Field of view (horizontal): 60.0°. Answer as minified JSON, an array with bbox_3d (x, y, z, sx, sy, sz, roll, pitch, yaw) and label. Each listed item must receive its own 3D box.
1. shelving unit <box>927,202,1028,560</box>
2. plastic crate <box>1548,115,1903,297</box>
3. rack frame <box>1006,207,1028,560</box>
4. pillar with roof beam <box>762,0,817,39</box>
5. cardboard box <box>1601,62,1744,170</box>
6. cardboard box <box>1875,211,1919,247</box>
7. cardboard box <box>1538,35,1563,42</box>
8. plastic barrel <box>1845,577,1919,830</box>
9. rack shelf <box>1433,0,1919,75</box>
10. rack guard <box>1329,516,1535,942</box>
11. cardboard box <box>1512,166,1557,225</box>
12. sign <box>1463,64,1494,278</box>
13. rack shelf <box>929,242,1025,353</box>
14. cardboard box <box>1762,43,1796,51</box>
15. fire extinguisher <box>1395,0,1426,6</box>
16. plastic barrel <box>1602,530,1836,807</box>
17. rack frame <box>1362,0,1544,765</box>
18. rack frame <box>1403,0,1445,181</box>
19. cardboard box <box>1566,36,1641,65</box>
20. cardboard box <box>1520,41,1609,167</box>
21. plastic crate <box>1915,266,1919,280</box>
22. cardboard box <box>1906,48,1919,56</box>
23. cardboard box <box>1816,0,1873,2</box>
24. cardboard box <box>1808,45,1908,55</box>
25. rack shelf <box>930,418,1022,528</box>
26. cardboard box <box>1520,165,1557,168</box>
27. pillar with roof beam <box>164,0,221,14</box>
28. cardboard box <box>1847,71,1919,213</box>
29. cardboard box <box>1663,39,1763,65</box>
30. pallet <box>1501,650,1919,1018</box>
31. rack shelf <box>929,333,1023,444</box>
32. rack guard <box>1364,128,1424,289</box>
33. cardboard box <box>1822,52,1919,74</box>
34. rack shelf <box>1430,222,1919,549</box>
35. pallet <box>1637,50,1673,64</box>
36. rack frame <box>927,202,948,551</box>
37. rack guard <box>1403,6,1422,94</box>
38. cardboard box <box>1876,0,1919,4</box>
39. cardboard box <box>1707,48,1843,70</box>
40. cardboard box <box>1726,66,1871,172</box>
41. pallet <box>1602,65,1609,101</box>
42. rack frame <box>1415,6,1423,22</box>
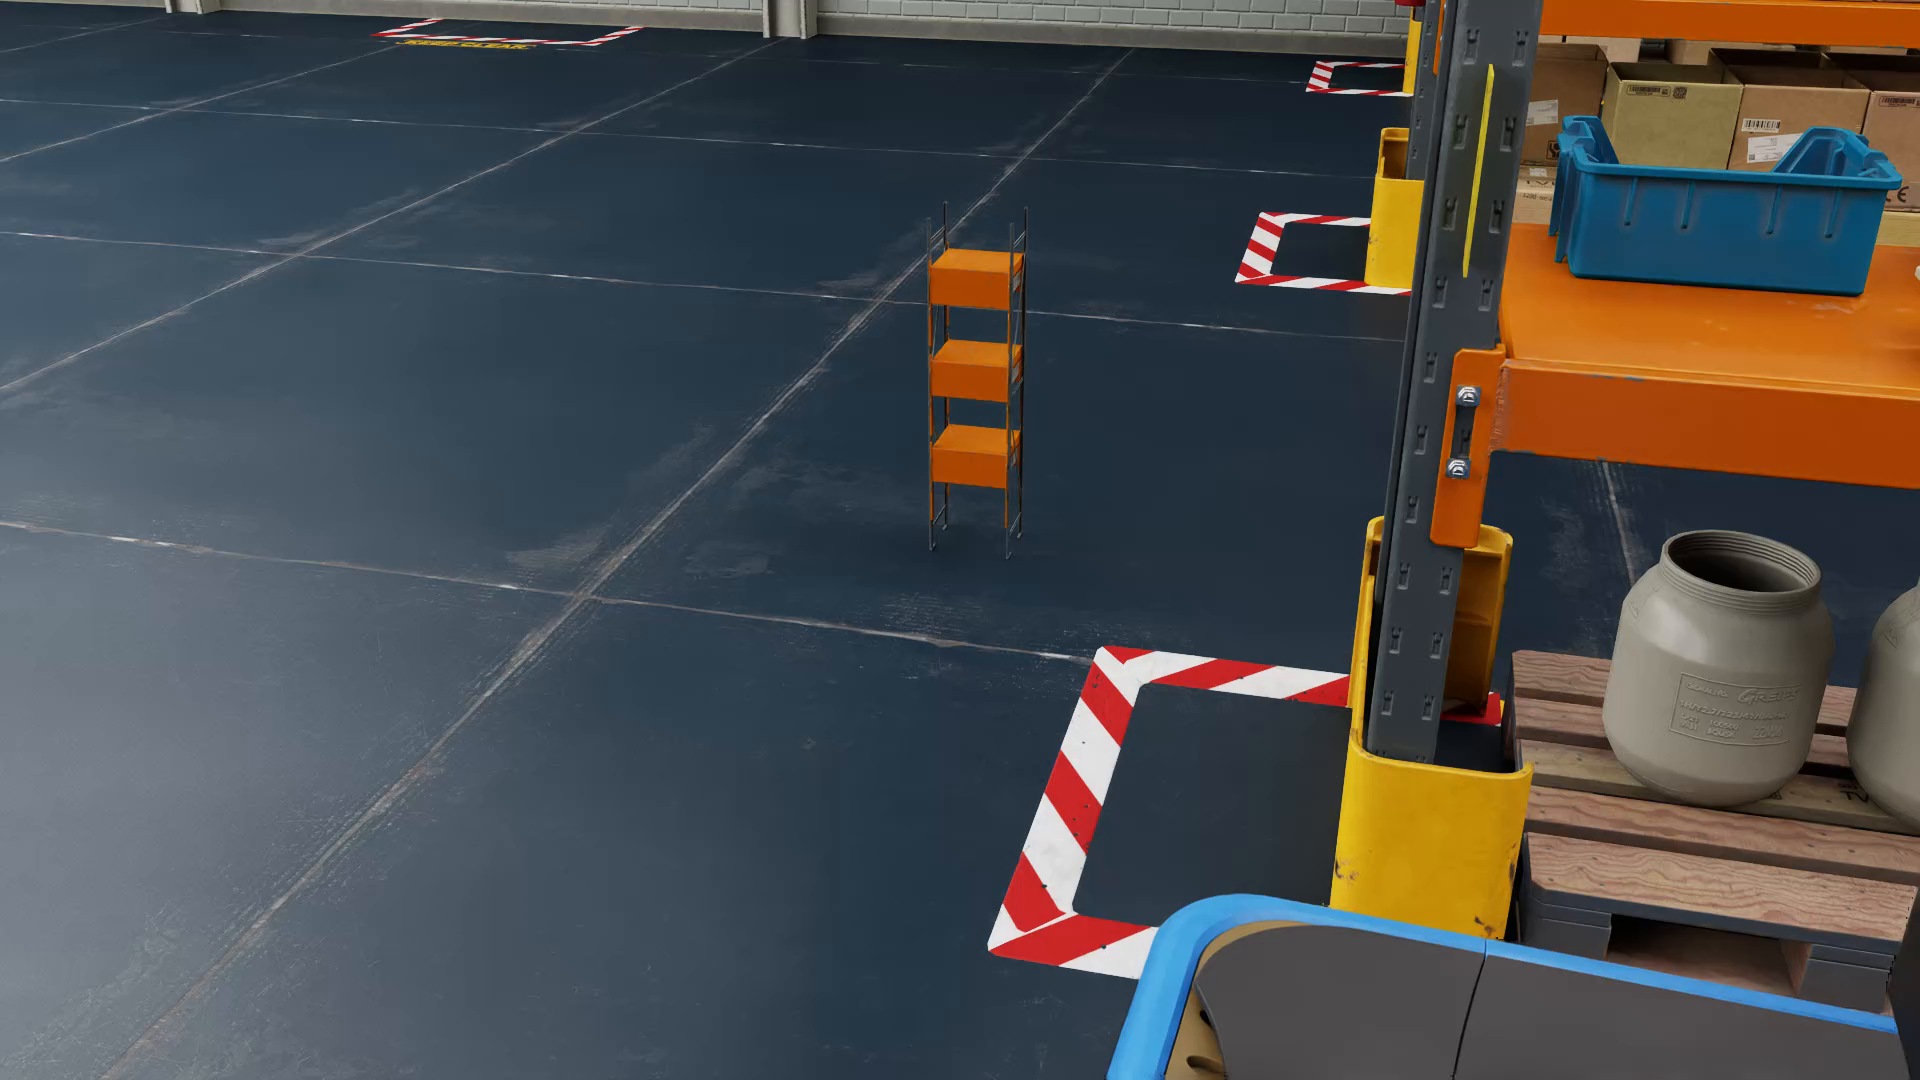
[{"bbox_3d":[0.052,-0.468,5.012,0.252,1.050,0.215,6,26,13],"label":"shelving unit"},{"bbox_3d":[1.537,-0.701,3.406,0.616,0.251,0.499,6,26,13],"label":"plastic crate"},{"bbox_3d":[0.170,-0.455,4.985,0.008,1.050,0.200,6,26,13],"label":"rack frame"},{"bbox_3d":[-2.545,-6.666,8.783,0.400,9.000,9.100,6,26,13],"label":"pillar with roof beam"},{"bbox_3d":[3.163,-1.843,7.470,0.500,0.500,0.500,6,26,13],"label":"cardboard box"},{"bbox_3d":[4.131,-1.396,7.403,0.500,0.250,0.500,6,26,13],"label":"cardboard box"},{"bbox_3d":[4.093,-3.695,12.138,0.500,0.311,0.500,3,26,7],"label":"cardboard box"},{"bbox_3d":[2.119,0.329,3.476,0.421,0.512,0.421,0,25,0],"label":"plastic barrel"},{"bbox_3d":[4.152,-2.220,7.261,4.000,0.370,1.077,6,26,13],"label":"rack shelf"},{"bbox_3d":[1.063,0.420,3.787,0.348,0.500,1.175,6,26,13],"label":"rack guard"},{"bbox_3d":[2.679,-1.557,7.742,0.500,0.250,0.500,6,26,13],"label":"cardboard box"},{"bbox_3d":[0.836,-0.594,2.686,0.005,0.325,0.100,6,26,13],"label":"sign"},{"bbox_3d":[0.052,-0.715,4.895,0.240,0.259,0.215,6,26,13],"label":"rack shelf"},{"bbox_3d":[5.775,-3.485,11.884,0.250,0.149,0.380,4,26,9],"label":"cardboard box"},{"bbox_3d":[2.216,-2.930,8.005,0.183,0.674,0.296,6,26,13],"label":"fire extinguisher"},{"bbox_3d":[1.634,0.275,3.589,0.421,0.512,0.421,0,25,0],"label":"plastic barrel"},{"bbox_3d":[0.978,-0.697,3.225,0.127,3.000,1.000,6,26,13],"label":"rack frame"},{"bbox_3d":[2.215,-2.759,7.556,0.127,3.000,1.000,6,26,13],"label":"rack frame"},{"bbox_3d":[4.645,-3.634,12.009,0.500,0.311,0.500,9,27,17],"label":"cardboard box"},{"bbox_3d":[2.808,-2.112,8.035,0.500,0.500,0.500,6,26,13],"label":"cardboard box"},{"bbox_3d":[1.764,-0.349,2.799,0.250,0.136,0.298,6,26,13],"label":"plastic crate"},{"bbox_3d":[6.793,-3.358,11.597,0.250,0.166,0.380,3,26,6],"label":"cardboard box"},{"bbox_3d":[3.653,-2.639,7.188,0.500,0.500,0.700,6,26,13],"label":"cardboard box"},{"bbox_3d":[6.304,-3.558,11.630,0.500,0.500,0.500,4,26,9],"label":"cardboard box"},{"bbox_3d":[0.052,-0.208,5.136,0.240,0.259,0.215,6,26,13],"label":"rack shelf"},{"bbox_3d":[2.808,-1.773,8.194,0.500,0.250,0.500,6,26,13],"label":"cardboard box"},{"bbox_3d":[-8.356,-7.308,10.132,0.400,9.000,9.100,6,26,13],"label":"pillar with roof beam"},{"bbox_3d":[4.131,-1.734,7.241,0.500,0.500,0.500,6,26,13],"label":"cardboard box"},{"bbox_3d":[5.343,-3.620,11.760,0.500,0.500,0.700,5,26,10],"label":"cardboard box"},{"bbox_3d":[1.848,0.639,3.661,1.213,0.211,1.003,6,26,13],"label":"pallet"},{"bbox_3d":[0.052,-0.459,5.017,0.240,0.259,0.215,6,26,13],"label":"rack shelf"},{"bbox_3d":[2.192,-1.633,8.099,0.348,0.500,1.175,6,26,13],"label":"rack guard"},{"bbox_3d":[4.264,-1.957,7.709,0.500,0.500,0.500,6,26,13],"label":"cardboard box"},{"bbox_3d":[2.914,-0.158,2.930,4.000,0.370,1.077,6,26,13],"label":"rack shelf"},{"bbox_3d":[5.474,-3.321,11.981,1.213,0.211,1.003,6,26,13],"label":"pallet"},{"bbox_3d":[-0.066,-0.481,5.040,0.008,1.050,0.200,6,26,13],"label":"rack frame"},{"bbox_3d":[3.518,-3.685,12.409,0.348,0.500,1.175,6,26,13],"label":"rack guard"},{"bbox_3d":[4.164,-2.584,7.072,0.500,0.500,0.700,7,26,15],"label":"cardboard box"},{"bbox_3d":[3.780,-2.011,7.823,0.500,0.500,0.500,6,26,13],"label":"cardboard box"},{"bbox_3d":[3.651,-1.795,7.368,0.500,0.500,0.500,6,26,13],"label":"cardboard box"},{"bbox_3d":[4.296,-3.453,12.257,1.213,0.211,1.003,6,26,13],"label":"pallet"},{"bbox_3d":[3.445,-4.822,11.888,0.127,3.000,1.000,6,26,13],"label":"rack frame"}]
